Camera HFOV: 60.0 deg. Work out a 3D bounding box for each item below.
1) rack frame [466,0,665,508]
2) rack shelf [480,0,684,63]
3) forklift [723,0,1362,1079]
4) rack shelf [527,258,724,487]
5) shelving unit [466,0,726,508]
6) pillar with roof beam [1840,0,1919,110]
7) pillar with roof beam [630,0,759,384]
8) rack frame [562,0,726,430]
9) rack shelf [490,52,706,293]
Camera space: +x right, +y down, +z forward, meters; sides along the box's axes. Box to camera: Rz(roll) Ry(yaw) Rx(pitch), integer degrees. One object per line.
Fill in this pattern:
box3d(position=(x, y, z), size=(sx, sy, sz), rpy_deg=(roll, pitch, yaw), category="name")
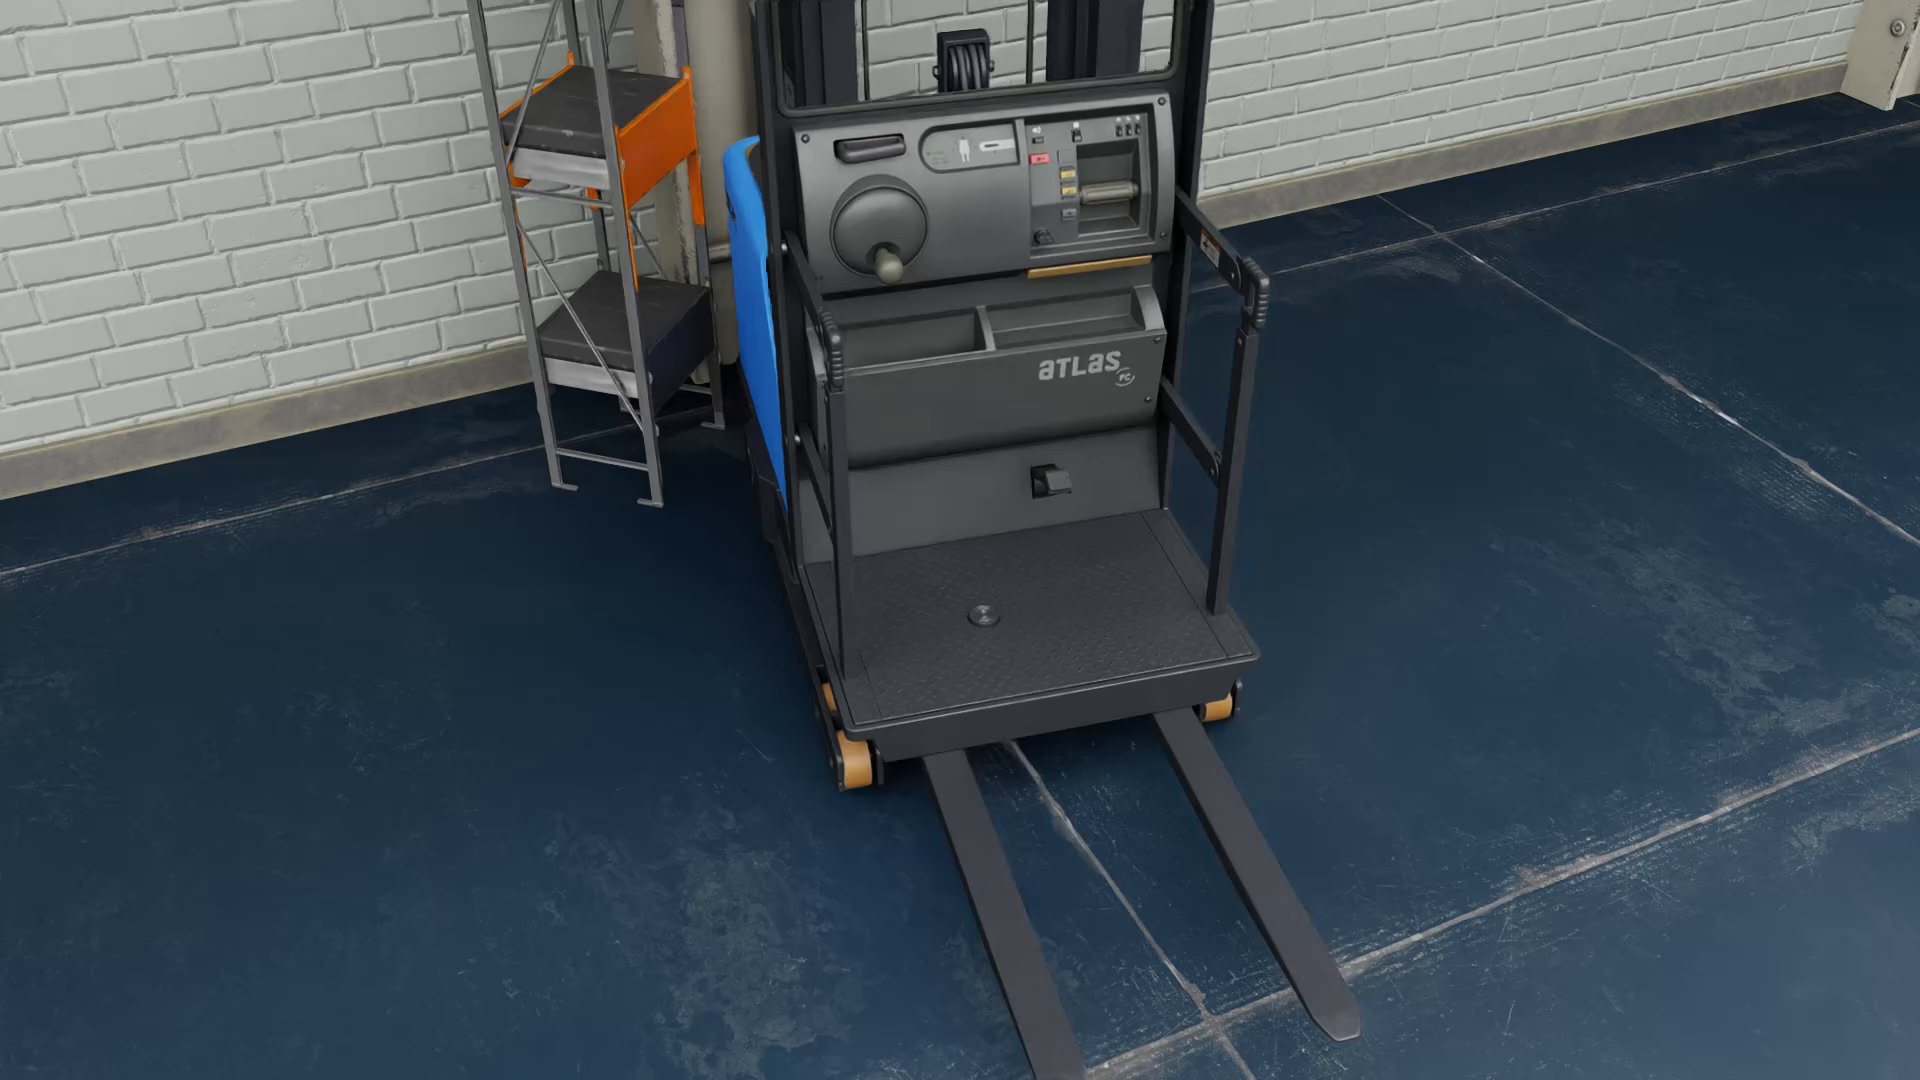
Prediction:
box3d(position=(-1.152, -0.987, 4.818), size=(0.400, 2.100, 0.015), rpy_deg=(11, 38, 14), category="rack frame")
box3d(position=(-1.078, -1.677, 4.596), size=(0.431, 0.518, 0.480), rpy_deg=(11, 38, 14), category="rack shelf")
box3d(position=(0.129, -0.782, 3.843), size=(1.130, 2.935, 3.031), rpy_deg=(-9, 38, -12), category="forklift")
box3d(position=(-1.078, -0.552, 5.430), size=(0.431, 0.518, 0.480), rpy_deg=(11, 38, 14), category="rack shelf")
box3d(position=(-1.078, -1.125, 5.005), size=(0.431, 2.100, 0.503), rpy_deg=(11, 38, 14), category="shelving unit")
box3d(position=(6.423, -3.505, 2.422), size=(0.400, 9.000, 9.100), rpy_deg=(-16, 39, -20), category="pillar with roof beam")
box3d(position=(0.991, -1.986, 0.374), size=(0.400, 9.000, 9.100), rpy_deg=(-16, 39, -20), category="pillar with roof beam")
box3d(position=(-1.004, -1.264, 5.191), size=(0.400, 2.100, 0.015), rpy_deg=(11, 38, 14), category="rack frame")
box3d(position=(-1.078, -1.114, 5.013), size=(0.431, 0.518, 0.480), rpy_deg=(11, 38, 14), category="rack shelf")
